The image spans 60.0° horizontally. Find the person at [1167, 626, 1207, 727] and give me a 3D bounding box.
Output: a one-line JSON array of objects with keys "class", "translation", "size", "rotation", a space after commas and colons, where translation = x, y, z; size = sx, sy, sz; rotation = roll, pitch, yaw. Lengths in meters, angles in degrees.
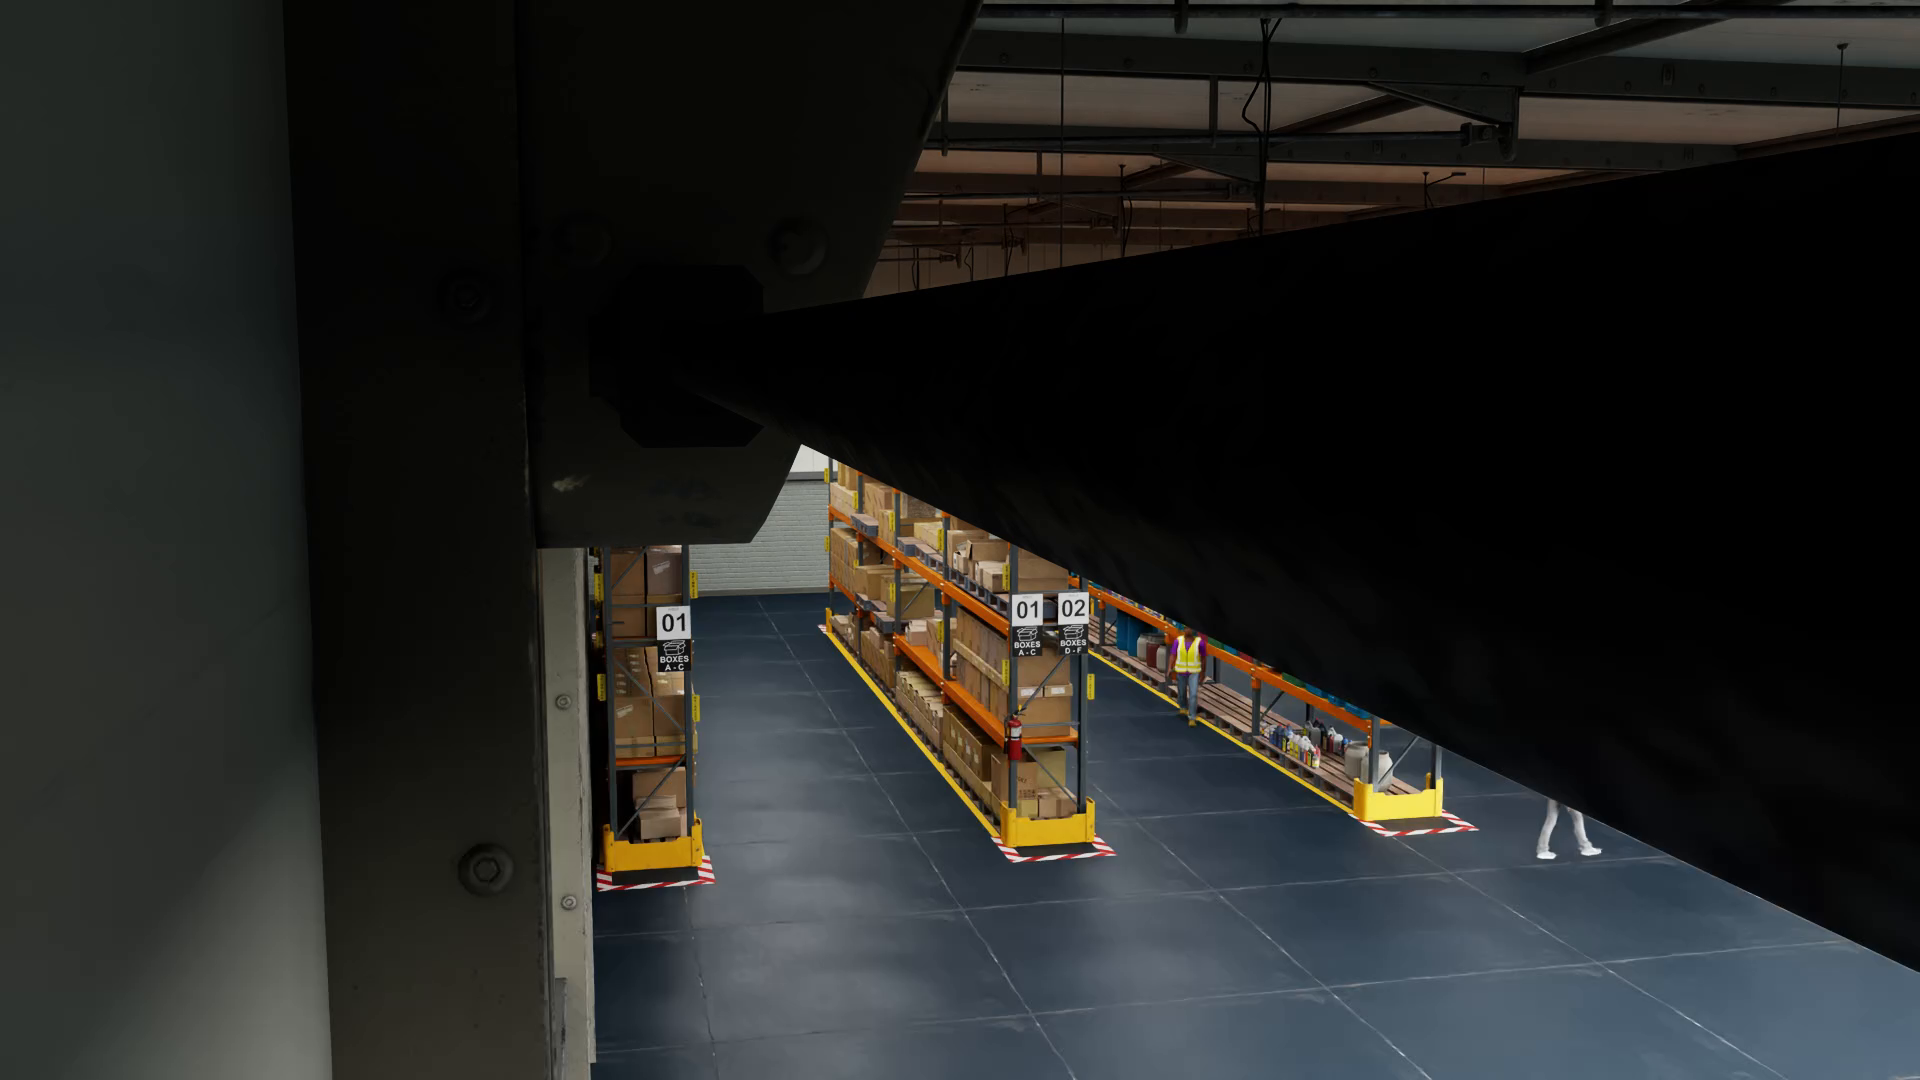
[{"class": "person", "translation": [3.773, 2.189, 27.636], "size": [0.650, 1.721, 1.049], "rotation": [1, 7, 10]}]

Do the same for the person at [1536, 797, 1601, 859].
[{"class": "person", "translation": [7.443, 3.123, 20.400], "size": [0.877, 1.549, 0.454], "rotation": [-4, 8, -32]}]

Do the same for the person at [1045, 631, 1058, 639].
[{"class": "person", "translation": [1.463, 2.112, 28.087], "size": [0.534, 1.746, 0.969], "rotation": [-3, 7, -25]}]
